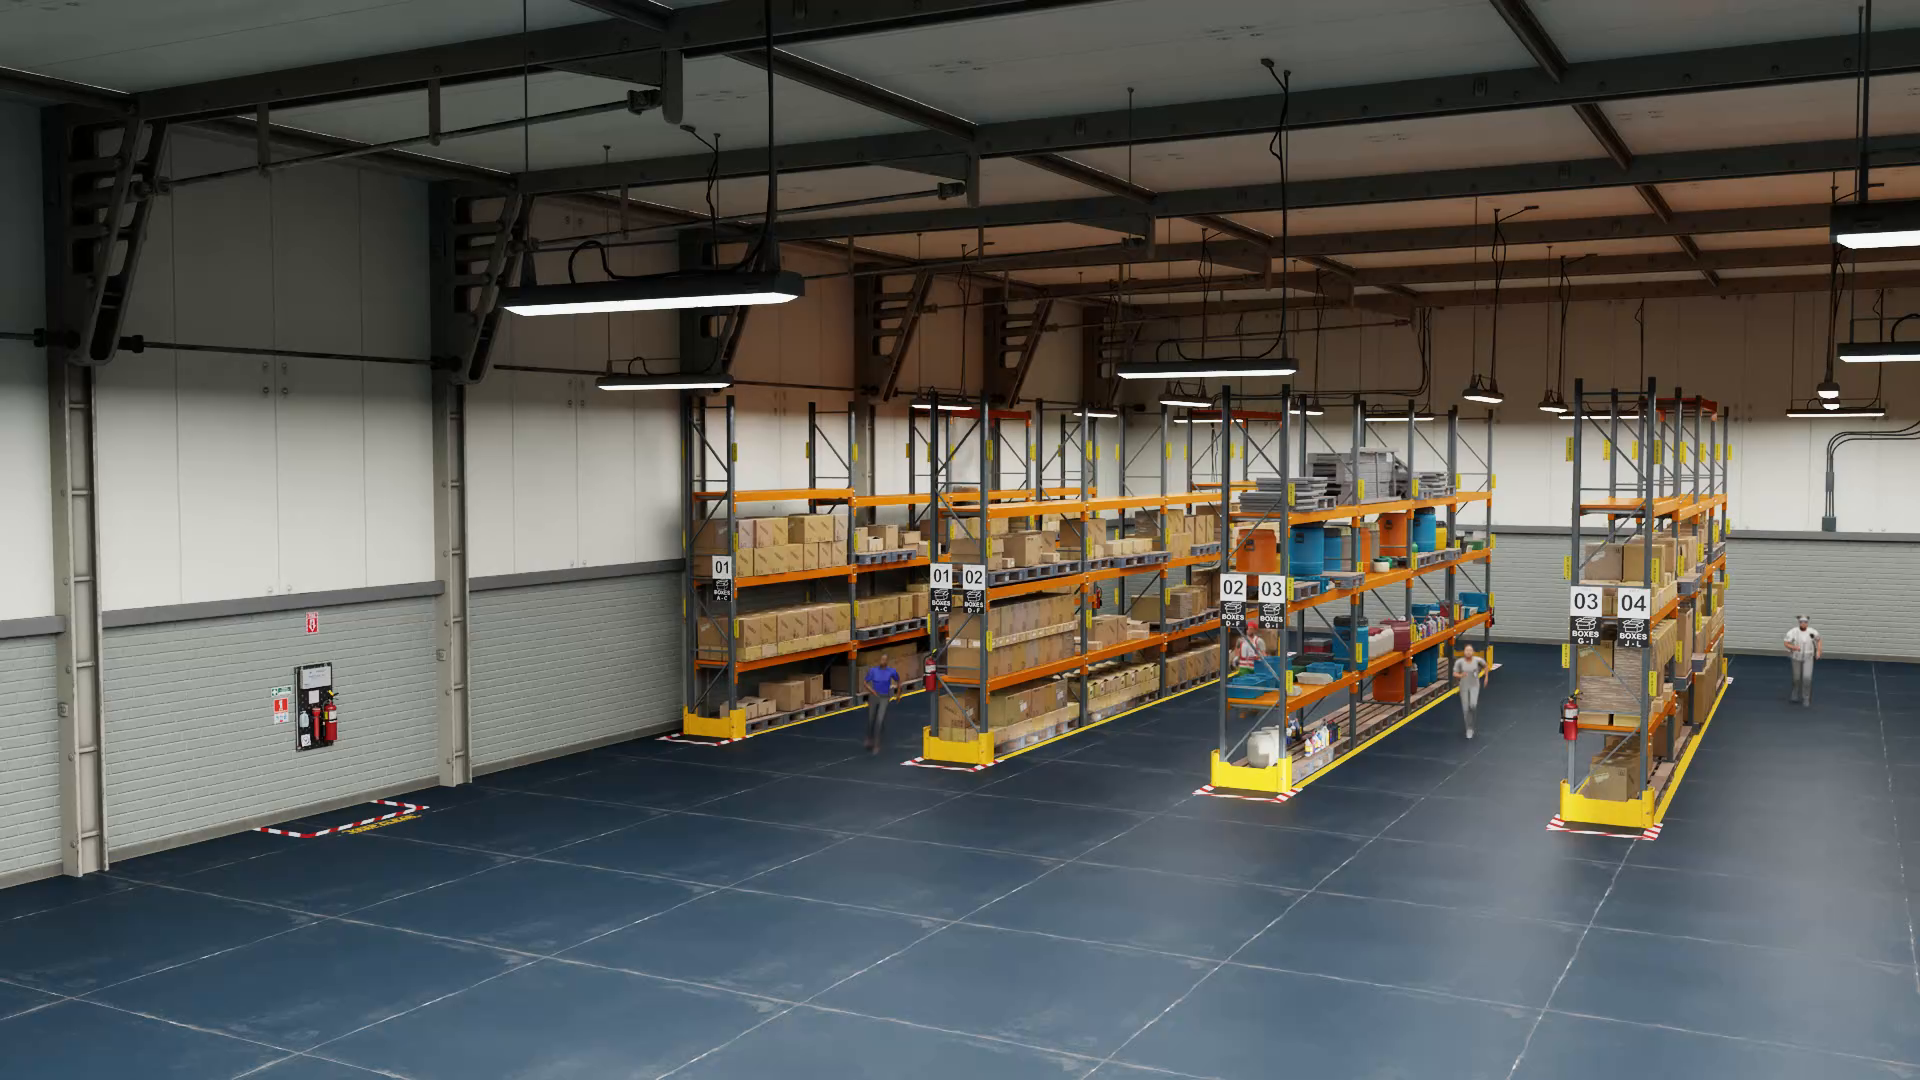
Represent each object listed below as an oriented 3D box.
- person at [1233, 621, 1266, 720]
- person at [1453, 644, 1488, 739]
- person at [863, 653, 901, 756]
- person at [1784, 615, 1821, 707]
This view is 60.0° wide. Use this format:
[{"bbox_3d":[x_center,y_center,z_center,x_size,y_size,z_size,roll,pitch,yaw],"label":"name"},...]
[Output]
[{"bbox_3d":[5.461,2.455,31.394,0.644,1.846,0.776,1,3,19],"label":"person"},{"bbox_3d":[8.941,2.633,29.146,0.588,1.665,0.806,1,3,18],"label":"person"},{"bbox_3d":[-1.317,2.726,27.815,0.658,1.675,0.829,0,3,0],"label":"person"},{"bbox_3d":[16.739,2.377,33.045,0.683,1.815,0.831,1,3,22],"label":"person"}]
